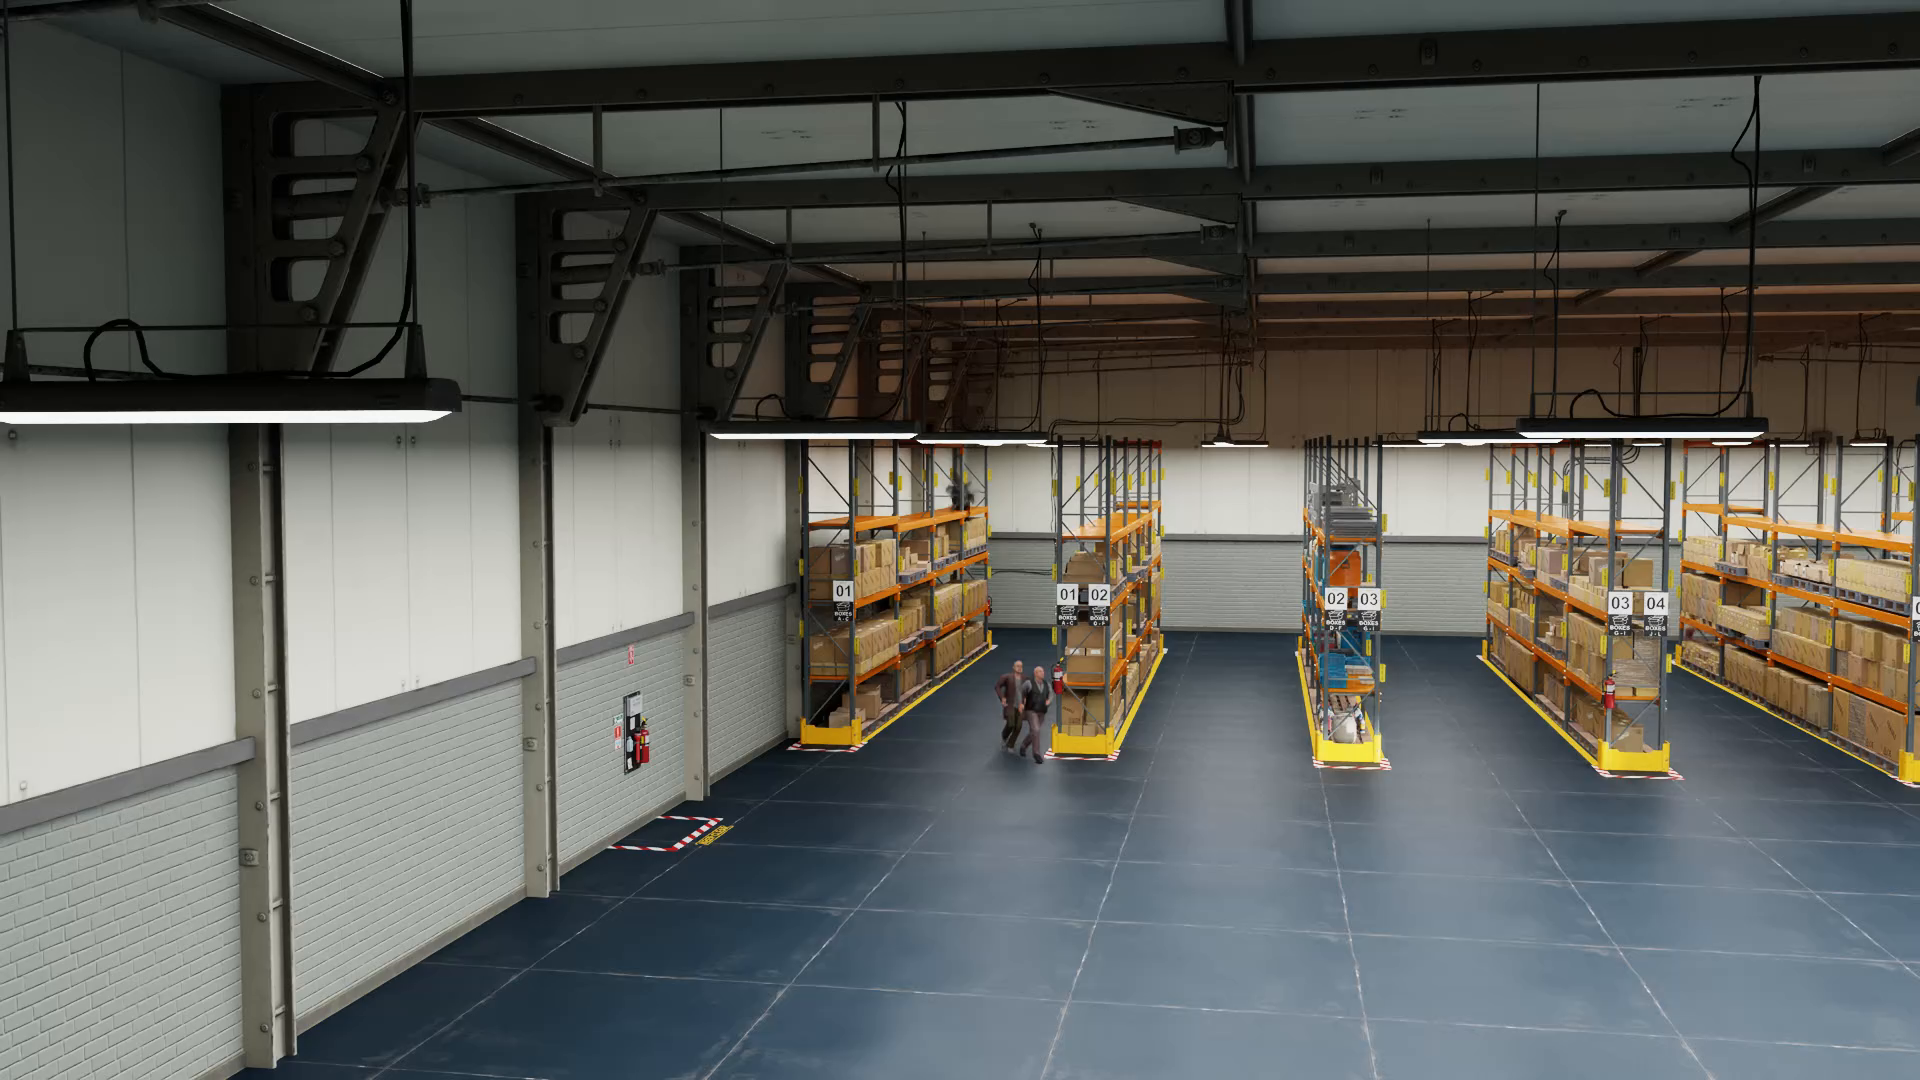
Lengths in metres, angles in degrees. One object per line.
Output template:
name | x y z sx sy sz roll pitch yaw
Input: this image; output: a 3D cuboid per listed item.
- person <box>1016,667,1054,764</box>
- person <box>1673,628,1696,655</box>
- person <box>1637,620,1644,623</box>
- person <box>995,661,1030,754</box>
person | 1.445 3.200 30.641 0.664 1.709 0.890 -2 3 -28
person | 20.091 2.760 45.893 0.867 0.937 0.405 3 4 43
person | 17.929 2.159 44.137 0.613 0.817 0.467 1 3 24
person | 1.054 3.163 31.529 0.727 1.742 0.565 -1 3 -15
